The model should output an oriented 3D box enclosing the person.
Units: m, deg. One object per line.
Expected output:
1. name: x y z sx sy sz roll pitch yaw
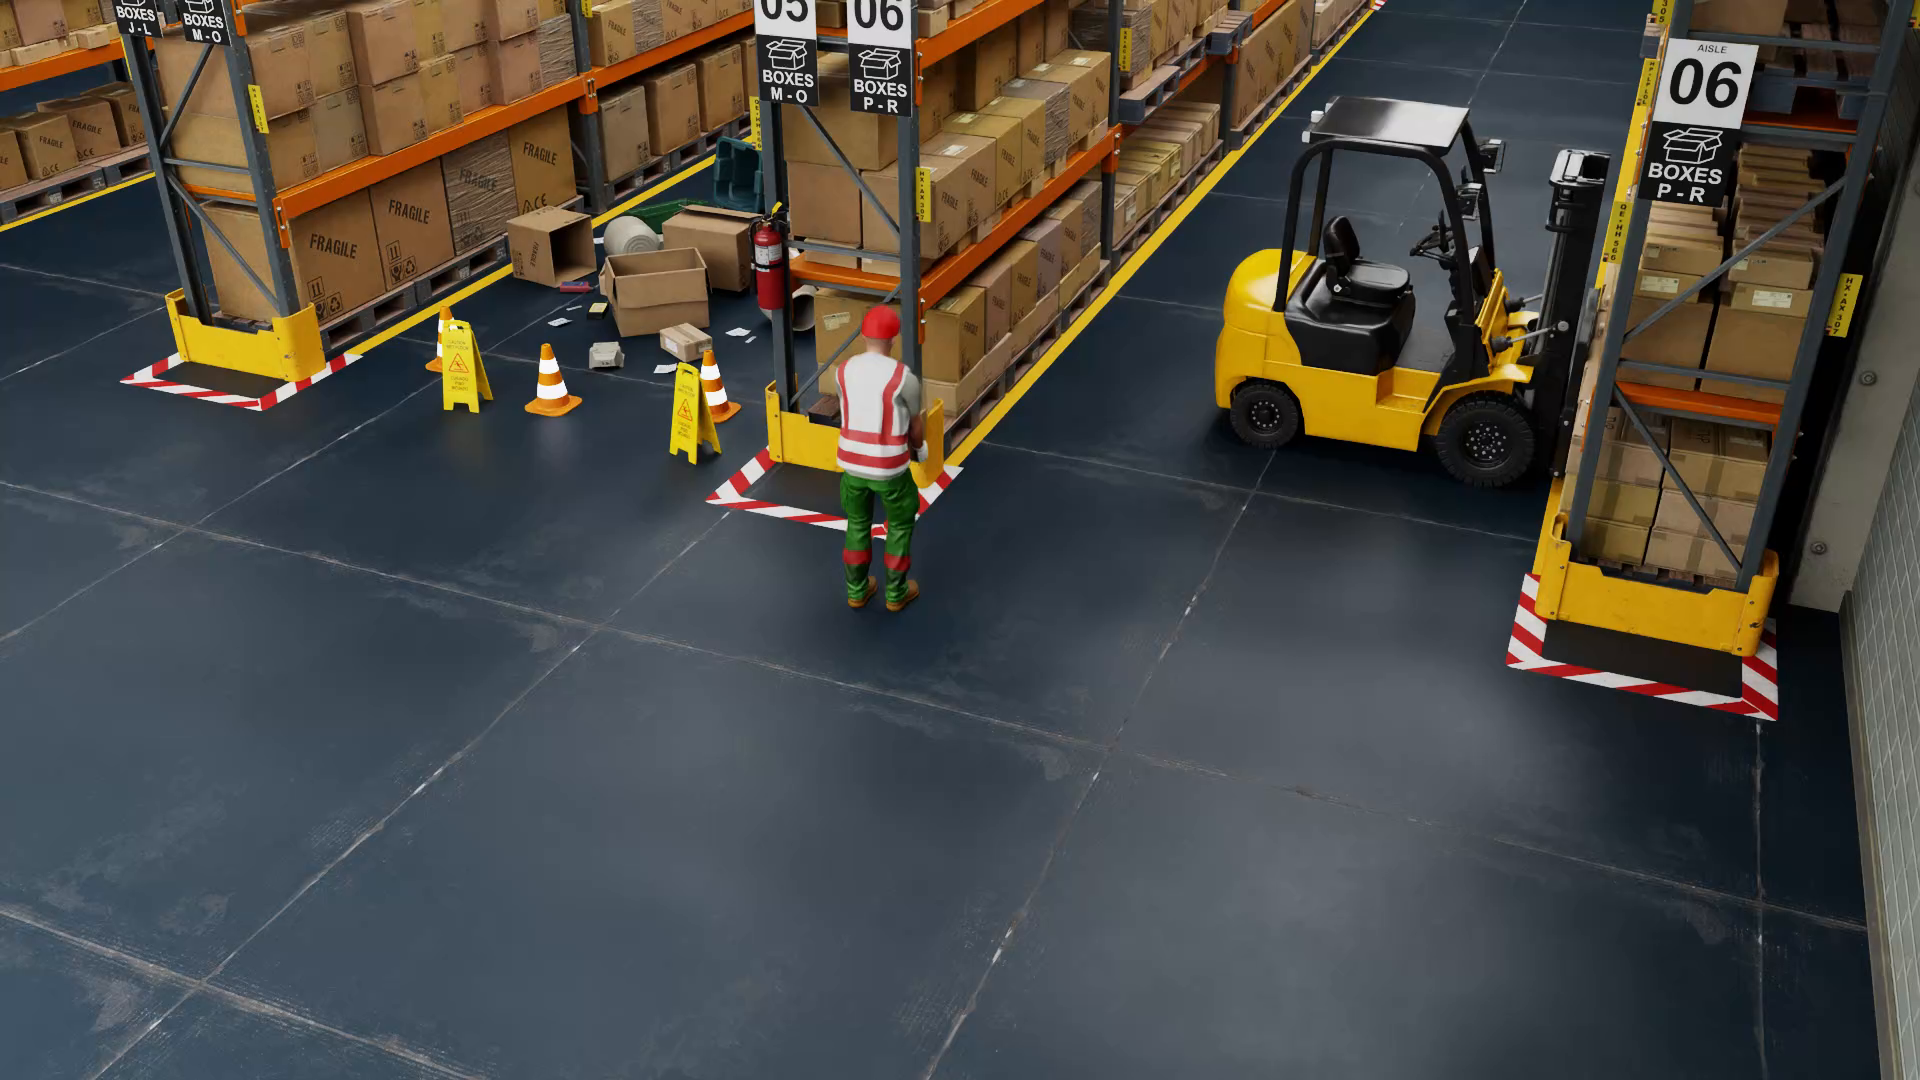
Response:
1. person: -0.426 -0.452 9.208 0.468 1.760 0.584 11 31 18
